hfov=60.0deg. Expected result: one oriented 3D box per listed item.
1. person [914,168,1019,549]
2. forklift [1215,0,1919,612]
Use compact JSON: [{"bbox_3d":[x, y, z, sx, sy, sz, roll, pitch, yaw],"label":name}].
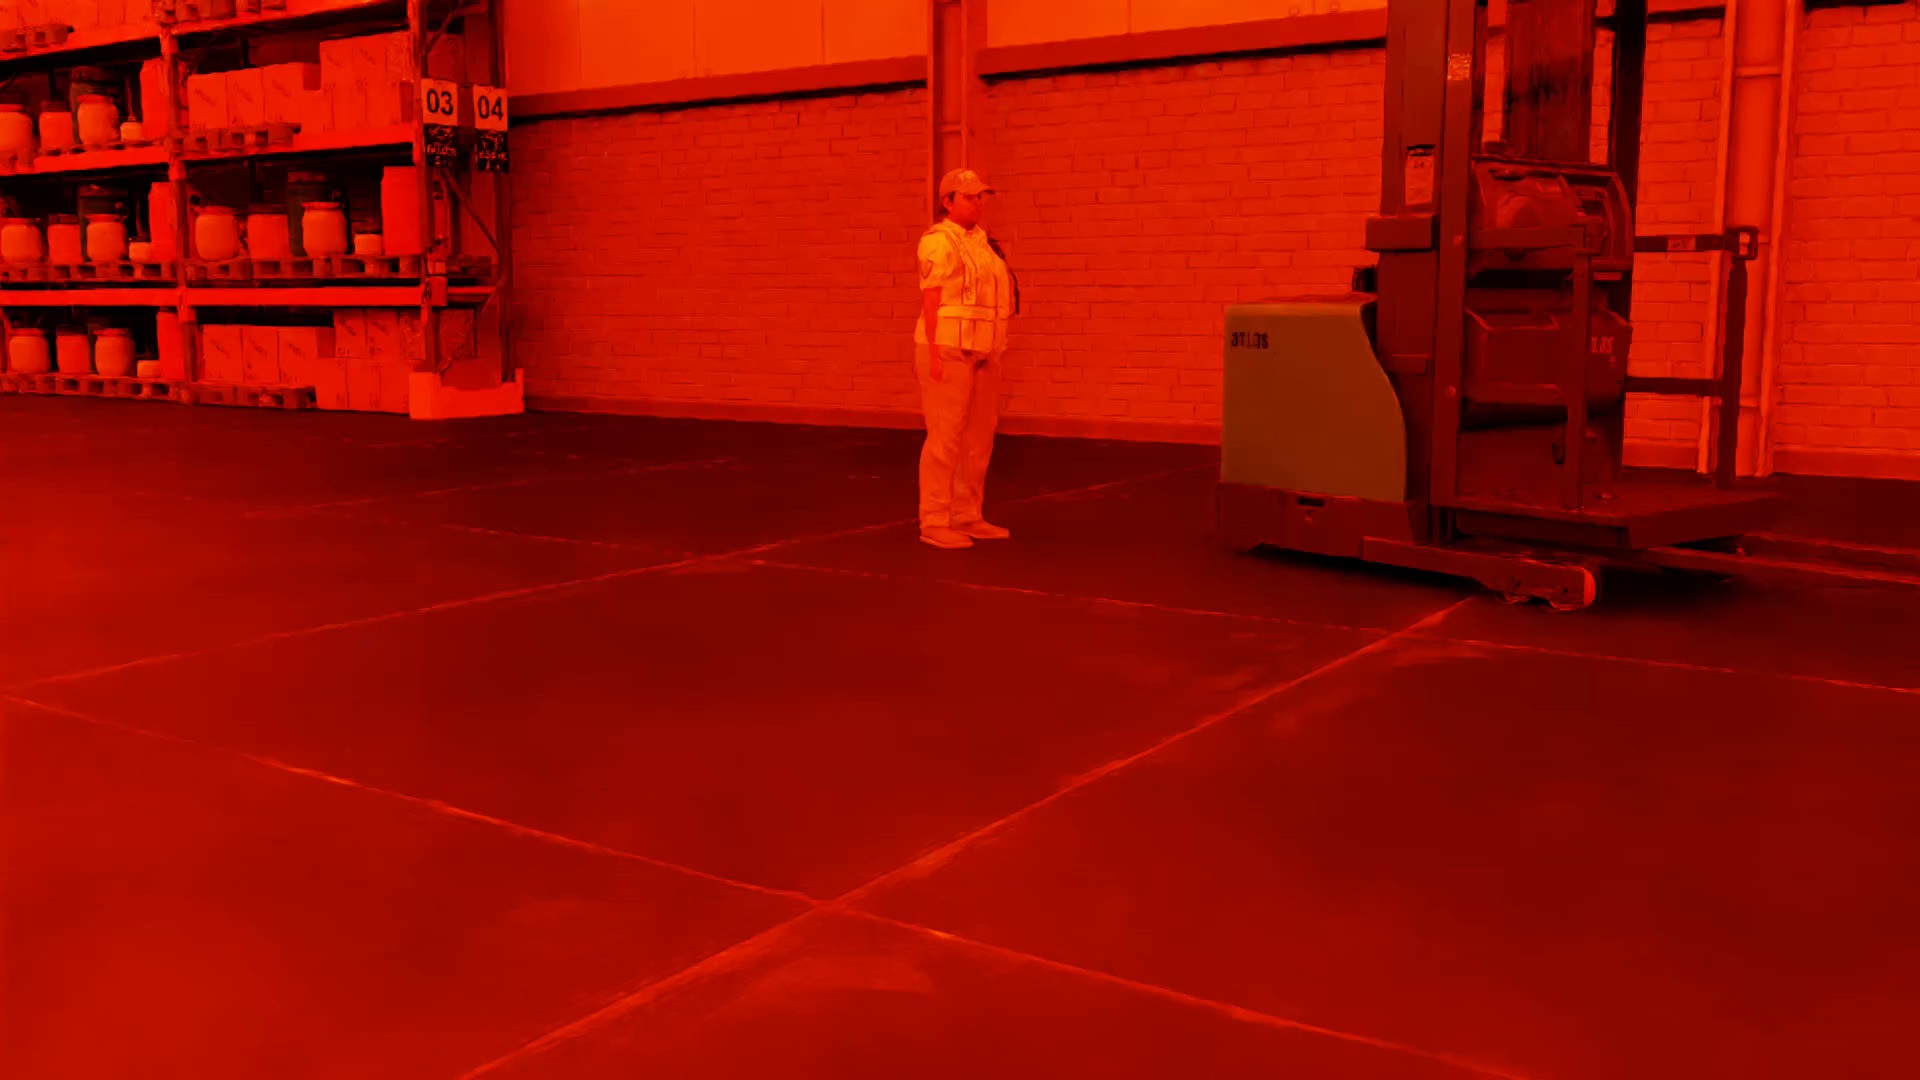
[{"bbox_3d":[0.011,-0.820,7.472,0.390,1.669,0.482,5,10,34],"label":"person"},{"bbox_3d":[2.387,-1.277,6.170,1.130,2.935,3.031,-6,10,-36],"label":"forklift"}]
